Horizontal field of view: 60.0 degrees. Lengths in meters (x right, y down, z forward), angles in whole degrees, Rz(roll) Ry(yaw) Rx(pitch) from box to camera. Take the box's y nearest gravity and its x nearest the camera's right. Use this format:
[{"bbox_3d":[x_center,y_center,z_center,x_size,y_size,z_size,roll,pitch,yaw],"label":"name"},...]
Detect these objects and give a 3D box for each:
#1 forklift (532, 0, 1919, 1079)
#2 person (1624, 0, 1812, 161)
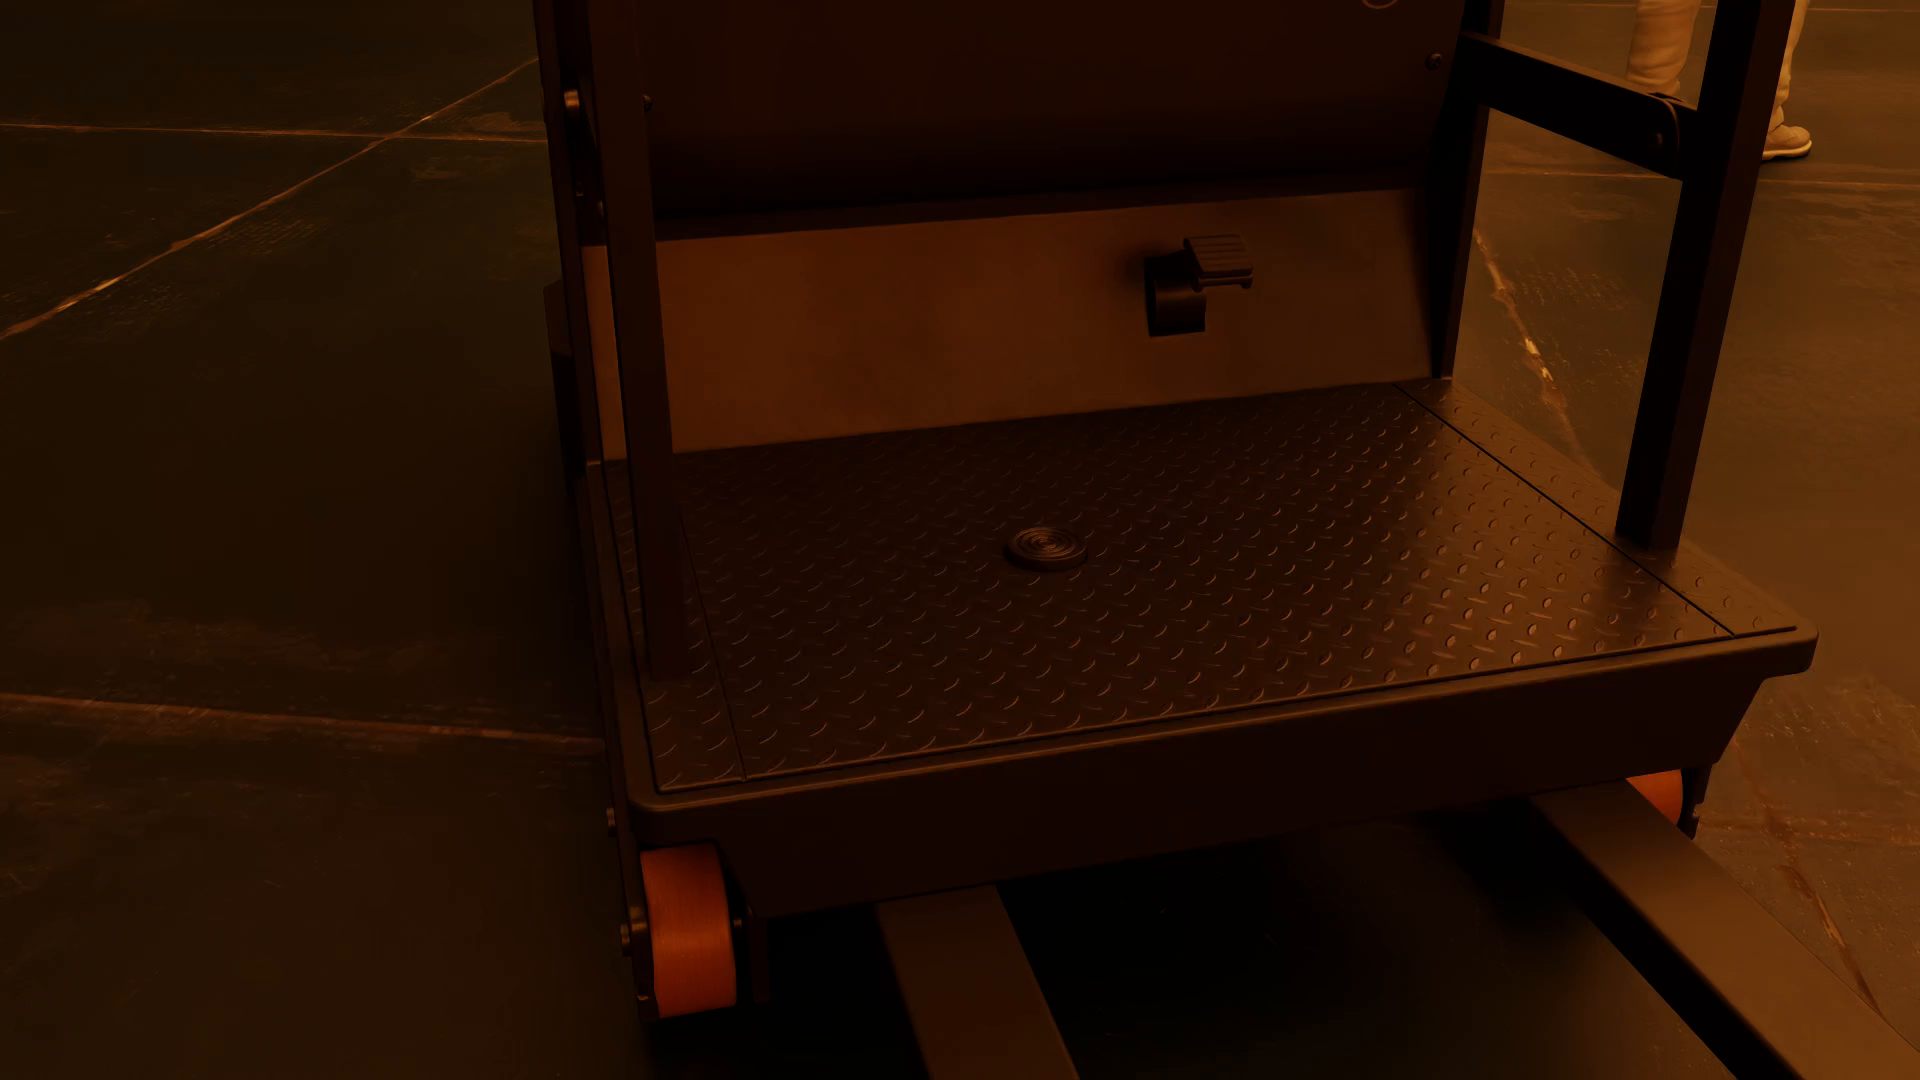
[{"bbox_3d":[0.153,-1.049,1.319,1.130,2.935,3.031,-7,27,-13],"label":"forklift"},{"bbox_3d":[2.072,-1.901,4.351,0.585,1.749,0.435,22,34,36],"label":"person"}]
